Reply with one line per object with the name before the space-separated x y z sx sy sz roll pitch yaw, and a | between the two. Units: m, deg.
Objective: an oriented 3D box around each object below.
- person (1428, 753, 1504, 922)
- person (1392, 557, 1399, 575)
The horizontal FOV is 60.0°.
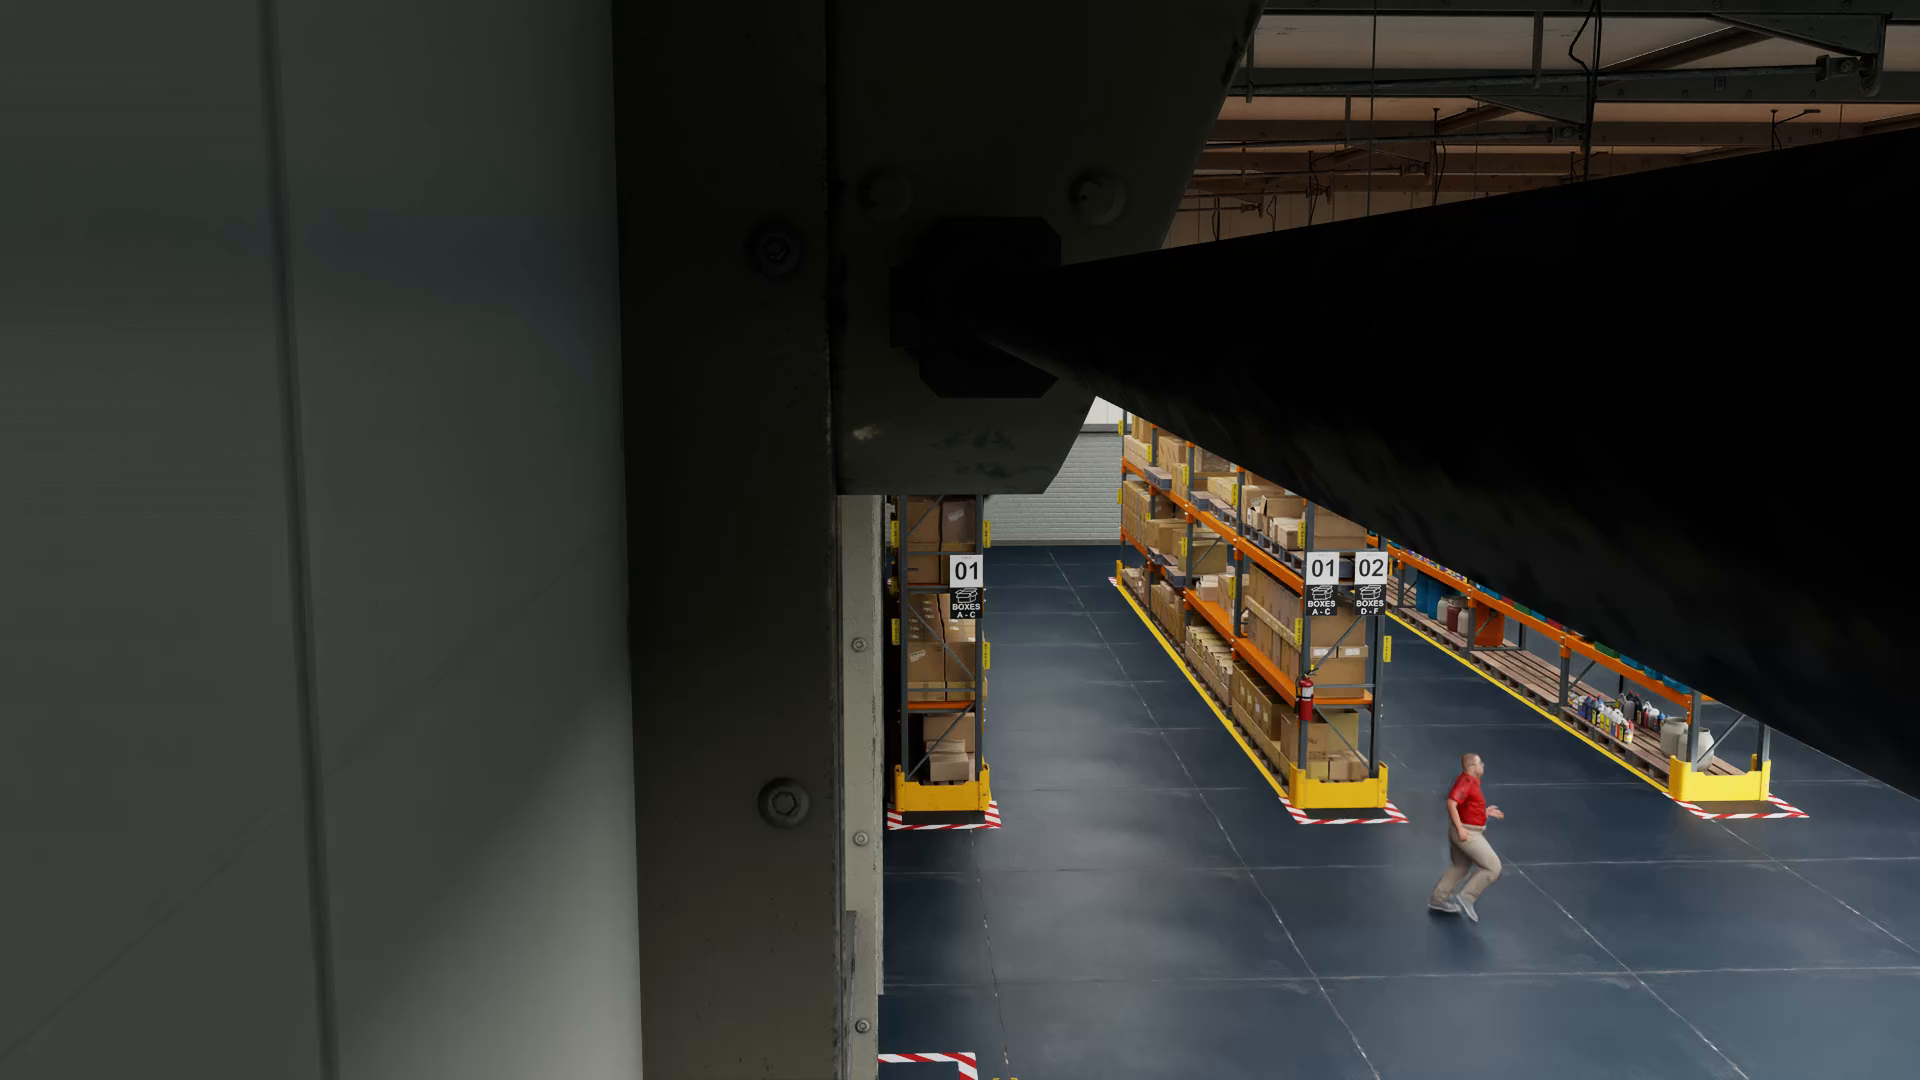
person | 5.177 3.015 16.943 0.723 1.716 0.658 1 9 8
person | 9.928 0.028 37.509 0.497 1.600 0.631 3 9 17
